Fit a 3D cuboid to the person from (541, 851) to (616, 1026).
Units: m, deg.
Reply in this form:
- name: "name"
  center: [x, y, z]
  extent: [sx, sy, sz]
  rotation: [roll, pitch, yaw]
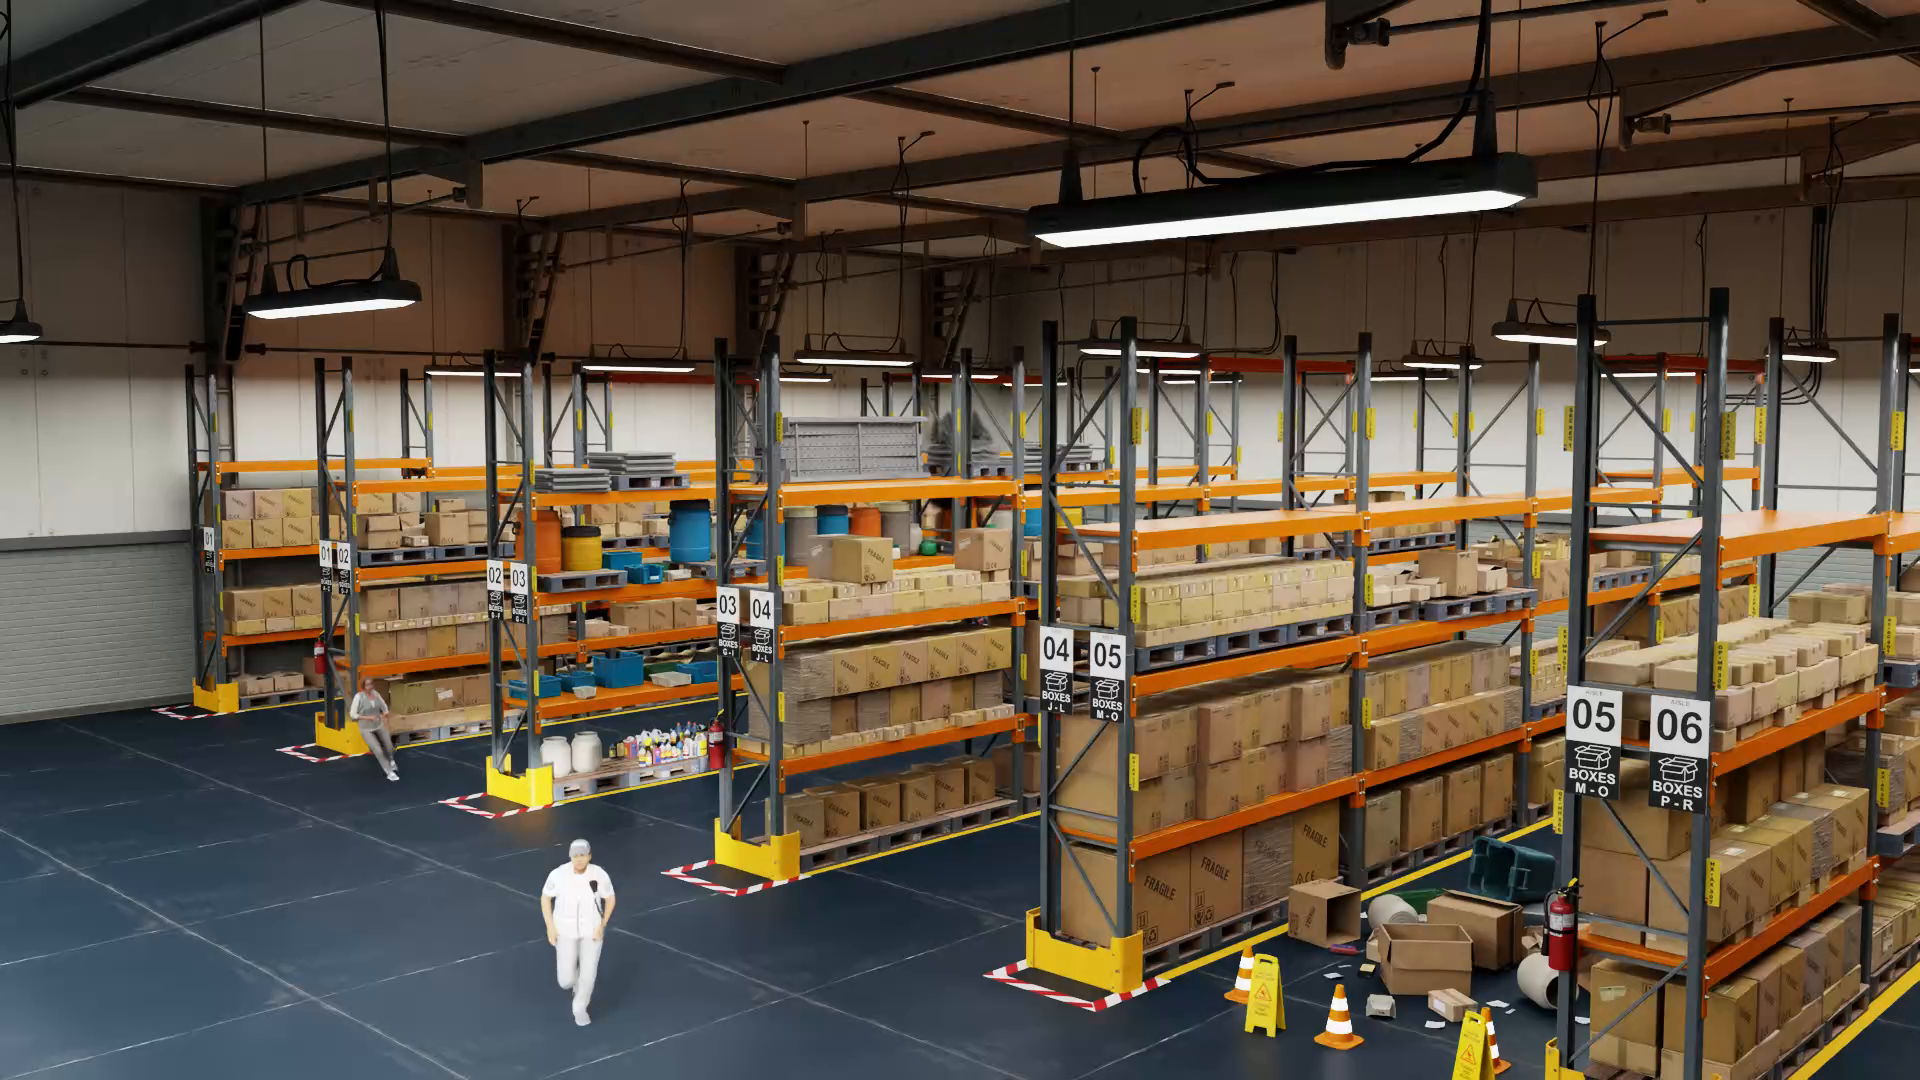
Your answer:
- name: "person"
  center: [-3.228, 3.304, 14.101]
  extent: [0.613, 1.583, 0.499]
  rotation: [-1, 4, -9]

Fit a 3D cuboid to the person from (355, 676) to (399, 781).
- name: "person"
  center: [-8.156, 2.620, 23.255]
  extent: [0.720, 1.502, 0.557]
  rotation: [-4, 6, -44]
